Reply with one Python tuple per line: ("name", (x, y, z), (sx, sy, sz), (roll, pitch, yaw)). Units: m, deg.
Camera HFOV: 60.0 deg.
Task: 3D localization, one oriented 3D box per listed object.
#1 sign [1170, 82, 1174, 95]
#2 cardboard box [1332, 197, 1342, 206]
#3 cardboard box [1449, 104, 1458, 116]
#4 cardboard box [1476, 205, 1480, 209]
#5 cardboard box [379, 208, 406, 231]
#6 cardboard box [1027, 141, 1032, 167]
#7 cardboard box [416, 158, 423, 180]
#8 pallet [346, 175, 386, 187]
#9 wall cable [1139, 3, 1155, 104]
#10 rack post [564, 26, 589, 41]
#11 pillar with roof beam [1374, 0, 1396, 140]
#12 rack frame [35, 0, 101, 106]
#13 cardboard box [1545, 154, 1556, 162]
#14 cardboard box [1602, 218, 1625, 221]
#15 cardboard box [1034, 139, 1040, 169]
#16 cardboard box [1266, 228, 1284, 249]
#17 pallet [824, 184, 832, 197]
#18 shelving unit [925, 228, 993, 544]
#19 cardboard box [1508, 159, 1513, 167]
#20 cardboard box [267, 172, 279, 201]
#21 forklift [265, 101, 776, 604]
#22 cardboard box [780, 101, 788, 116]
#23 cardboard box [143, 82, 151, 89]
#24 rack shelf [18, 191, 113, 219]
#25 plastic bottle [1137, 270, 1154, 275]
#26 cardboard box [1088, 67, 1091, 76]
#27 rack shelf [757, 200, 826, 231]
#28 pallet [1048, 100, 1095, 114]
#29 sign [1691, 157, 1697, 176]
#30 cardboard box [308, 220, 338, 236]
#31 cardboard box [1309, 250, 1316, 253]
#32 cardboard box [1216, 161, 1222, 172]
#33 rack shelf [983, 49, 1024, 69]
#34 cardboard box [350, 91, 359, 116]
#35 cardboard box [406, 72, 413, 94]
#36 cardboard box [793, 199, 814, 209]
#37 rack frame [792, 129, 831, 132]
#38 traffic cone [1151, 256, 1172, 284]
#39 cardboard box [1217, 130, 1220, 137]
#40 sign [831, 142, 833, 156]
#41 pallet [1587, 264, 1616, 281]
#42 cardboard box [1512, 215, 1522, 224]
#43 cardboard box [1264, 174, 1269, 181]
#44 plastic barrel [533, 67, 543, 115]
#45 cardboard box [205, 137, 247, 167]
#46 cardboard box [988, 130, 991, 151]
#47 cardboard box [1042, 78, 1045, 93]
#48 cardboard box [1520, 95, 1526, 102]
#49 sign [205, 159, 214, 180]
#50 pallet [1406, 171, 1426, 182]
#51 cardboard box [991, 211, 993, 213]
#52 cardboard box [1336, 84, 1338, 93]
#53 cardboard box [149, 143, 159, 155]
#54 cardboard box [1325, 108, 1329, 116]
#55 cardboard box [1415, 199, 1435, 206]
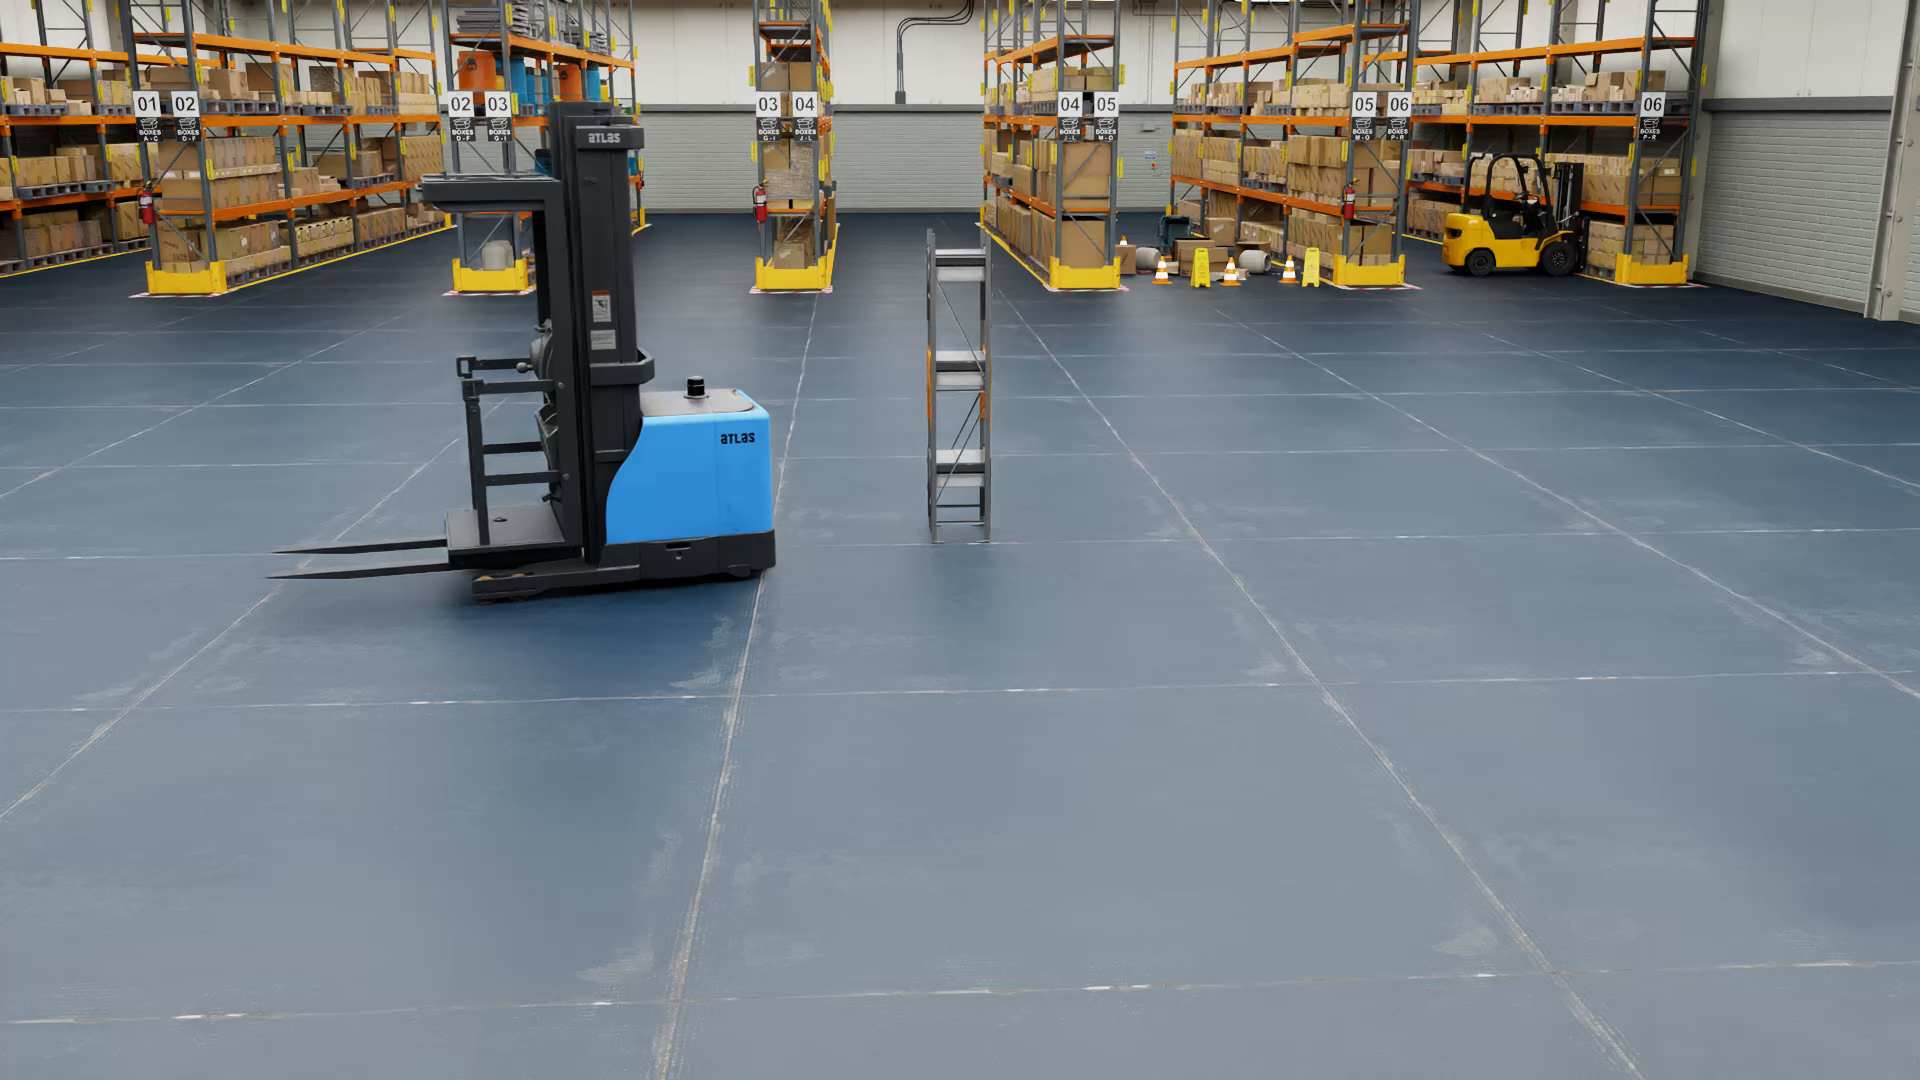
("sign", (5.502, -11.742, 43.209), (0.100, 0.325, 0.005), (-1, 14, -3))
("cardboard box", (6.685, -5.884, 28.881), (0.380, 0.149, 0.250), (-1, 14, -4))
("cardboard box", (11.200, -9.551, 36.910), (0.500, 0.250, 0.500), (-1, 14, -3))
("cardboard box", (11.795, -7.430, 37.257), (0.380, 0.149, 0.250), (0, 14, -2))
("cardboard box", (-13.157, -7.419, 38.474), (0.500, 0.500, 0.500), (-1, 14, -4))
("cardboard box", (1.734, -7.784, 33.551), (0.700, 0.500, 0.500), (-1, 14, -4))
("cardboard box", (-13.297, -8.966, 40.152), (0.500, 0.500, 0.500), (-1, 14, -4))
("pallet", (-13.351, -7.930, 36.714), (1.003, 0.211, 1.213), (-1, 14, -3))
("wall cable", (5.423, -14.150, 48.462), (0.463, 3.000, 0.029), (-1, 14, -3))
("rack post", (-8.368, -10.664, 35.064), (0.954, 0.300, 0.937), (-1, 14, -3))
("pillar with roof beam", (7.446, -13.435, 45.685), (9.100, 9.000, 0.400), (-1, 14, -3))
("rack frame", (-18.170, -10.368, 33.762), (1.000, 3.000, 0.127), (-1, 14, -3))
("cardboard box", (11.478, -7.350, 31.975), (0.380, 0.149, 0.250), (-1, 14, -2))
("cardboard box", (12.081, -5.787, 30.669), (0.500, 0.250, 0.500), (-1, 14, -5))
("cardboard box", (1.854, -7.252, 31.223), (0.875, 0.550, 0.550), (-1, 14, -3))
("cardboard box", (6.717, -6.090, 33.606), (0.950, 0.372, 0.625), (0, 14, 0))
("pallet", (-2.993, -6.796, 32.306), (1.003, 0.211, 1.213), (-1, 14, -3))
("shelving unit", (-0.010, -1.058, 11.425), (0.431, 2.100, 0.503), (-1, 14, -3))
("cardboard box", (11.403, -7.689, 33.888), (0.380, 0.149, 0.250), (-1, 14, -3))
("cardboard box", (-12.945, -6.483, 30.503), (0.700, 0.500, 0.500), (-1, 14, -5))
("forklift", (-2.751, -1.180, 10.232), (3.031, 2.935, 1.130), (-5, 15, -18))
("cardboard box", (-3.126, -7.198, 27.764), (0.500, 0.250, 0.500), (-1, 14, -2))
("cardboard box", (-18.473, -9.951, 37.078), (0.700, 0.500, 0.500), (-2, 15, -6))
("rack shelf", (-18.046, -6.617, 32.666), (1.077, 0.370, 4.000), (-1, 14, -3))
("plastic bottle", (3.398, -4.899, 30.446), (0.283, 0.061, 0.133), (-6, 16, -23))
("cardboard box", (2.380, -7.936, 28.193), (0.380, 0.149, 0.250), (-1, 14, -4))
("rack shelf", (-2.967, -5.851, 29.691), (1.077, 0.370, 4.000), (-1, 14, -3))
("pallet", (2.057, -7.348, 28.222), (1.003, 0.211, 1.213), (-1, 14, -3))
("sign", (12.556, -6.397, 28.474), (0.100, 0.325, 0.005), (-1, 14, -3))
("cardboard box", (-12.881, -6.302, 33.549), (0.500, 0.311, 0.500), (-1, 14, -4))
("cardboard box", (6.667, -5.183, 30.325), (0.500, 0.250, 0.500), (-1, 14, -5))
("cardboard box", (6.149, -8.514, 37.896), (0.500, 0.250, 0.500), (-1, 14, -5))
("rack shelf", (1.246, -11.791, 40.743), (1.077, 0.370, 4.000), (-1, 14, -3))
("cardboard box", (-13.318, -9.276, 35.337), (0.910, 0.500, 0.500), (-1, 14, -3))
("cardboard box", (-13.469, -10.891, 39.609), (0.700, 0.500, 0.500), (-1, 14, -3))
("cardboard box", (-2.623, -5.655, 27.990), (0.380, 0.149, 0.250), (-1, 14, -3))
("rack frame", (-3.834, -9.681, 43.134), (1.000, 3.000, 0.127), (-1, 14, -3))
("traffic cone", (3.498, -4.679, 28.783), (0.336, 0.463, 0.334), (-1, 14, -3))
("cardboard box", (6.060, -9.825, 40.184), (0.380, 0.149, 0.250), (-1, 14, -2))
("sign", (-3.045, -9.220, 39.175), (0.100, 0.325, 0.005), (-1, 14, -3))
("pallet", (11.913, -4.772, 29.649), (1.003, 0.211, 1.213), (-1, 14, -3))
("cardboard box", (11.670, -6.304, 33.929), (0.875, 0.625, 0.625), (-1, 14, -4))
("cardboard box", (6.439, -7.440, 34.084), (0.380, 0.149, 0.250), (0, 14, -2))
("plastic barrel", (-8.323, -8.602, 31.912), (0.600, 0.901, 0.600), (0, 14, 0))
("cardboard box", (-12.851, -6.737, 28.886), (0.700, 0.500, 0.500), (-1, 14, -3))
("cardboard box", (0.968, -9.912, 41.226), (0.500, 0.500, 0.500), (-1, 14, -5))
("cardboard box", (1.713, -8.022, 29.324), (0.500, 0.250, 0.500), (-1, 14, -3))
("cardboard box", (11.383, -8.779, 33.068), (0.380, 0.149, 0.250), (-1, 14, -4))
("sign", (-12.176, -6.015, 26.987), (0.100, 0.325, 0.005), (-1, 14, -3))
("pallet", (11.199, -8.624, 39.409), (1.003, 0.211, 1.213), (-1, 14, -3))
("cardboard box", (0.982, -8.307, 42.073), (0.380, 0.149, 0.250), (-2, 15, -6))
("cardboard box", (6.756, -7.844, 28.876), (0.380, 0.149, 0.250), (-1, 14, -3))
("cardboard box", (-18.080, -8.656, 36.807), (0.500, 0.250, 0.500), (-1, 14, -2))
("cardboard box", (6.695, -7.589, 29.488), (0.380, 0.149, 0.250), (-1, 14, -5))
("cardboard box", (11.109, -8.063, 39.716), (0.380, 0.149, 0.250), (-1, 14, -5))
